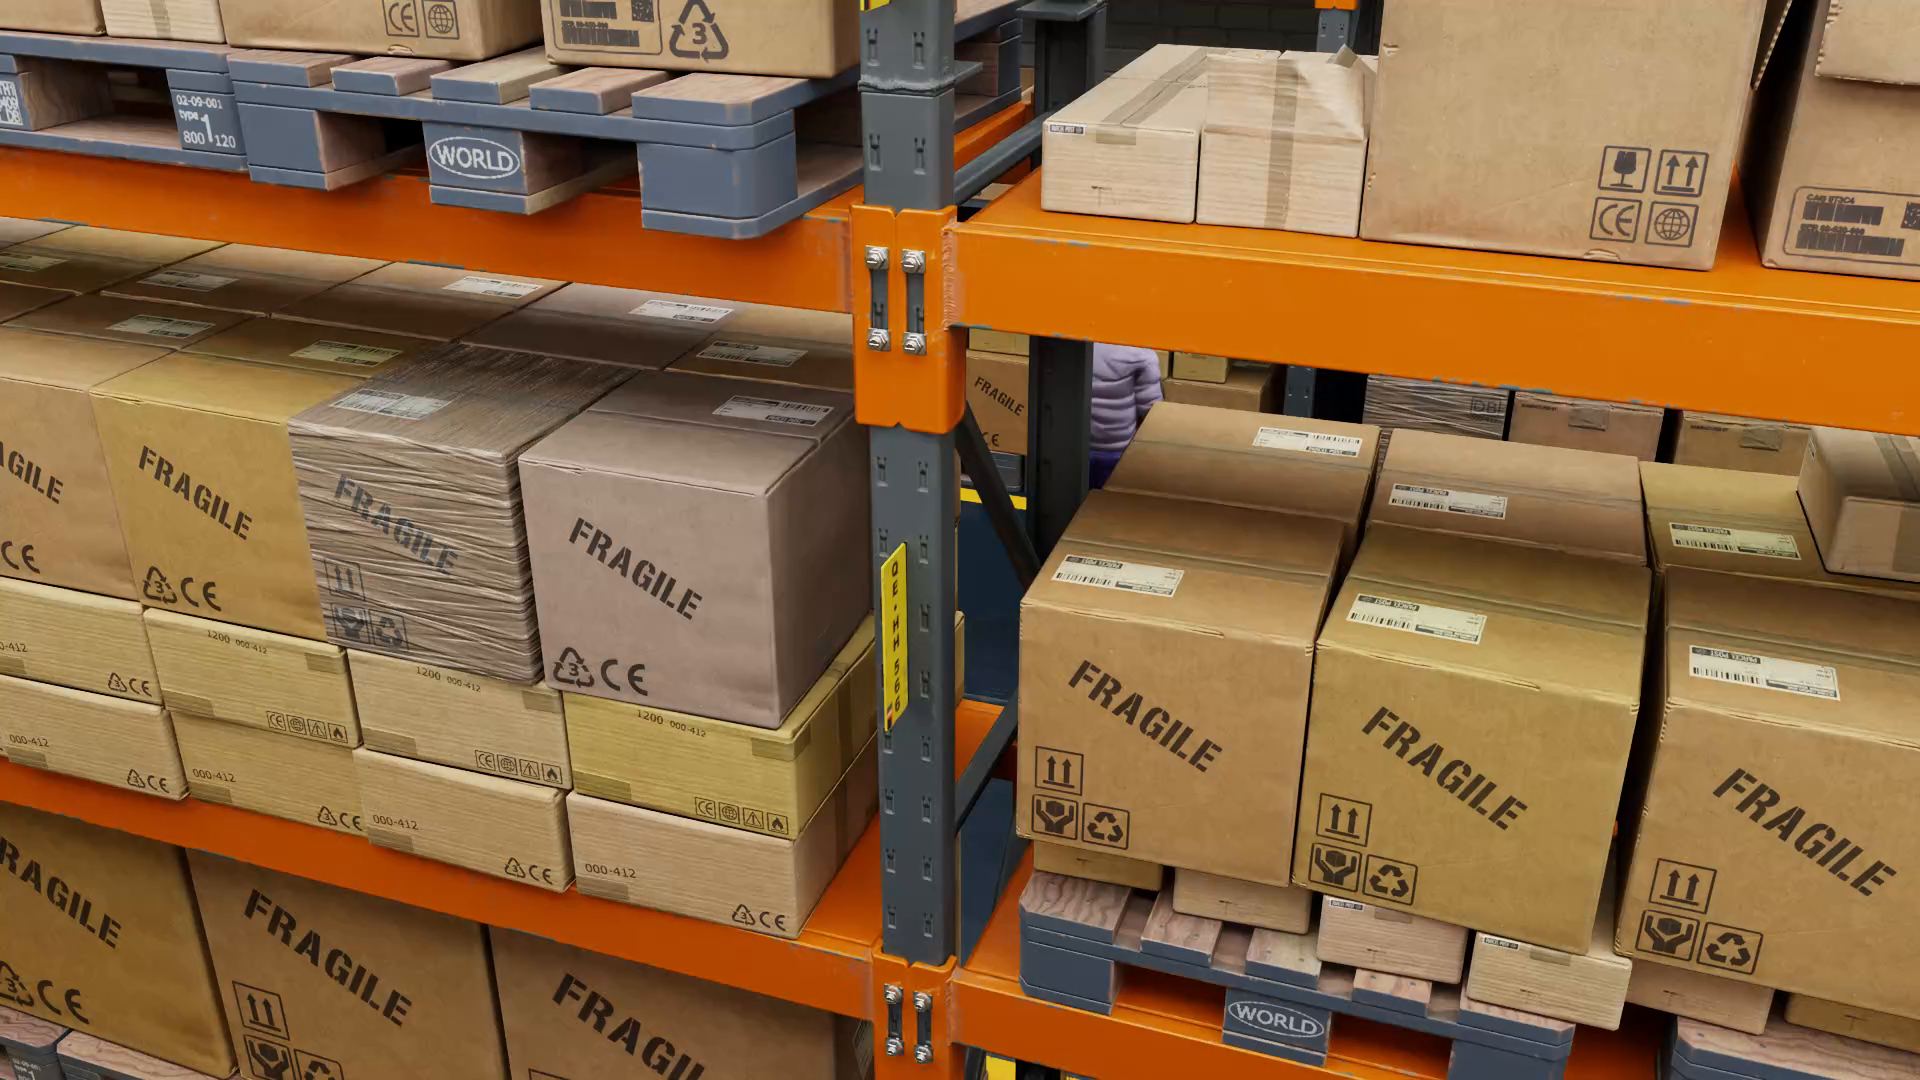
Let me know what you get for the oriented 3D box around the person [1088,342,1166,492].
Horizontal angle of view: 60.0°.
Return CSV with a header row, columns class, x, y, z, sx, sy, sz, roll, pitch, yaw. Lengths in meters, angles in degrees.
class,x,y,z,sx,sy,sz,roll,pitch,yaw
person,0.573,-0.244,6.640,0.550,1.637,0.367,8,27,17
